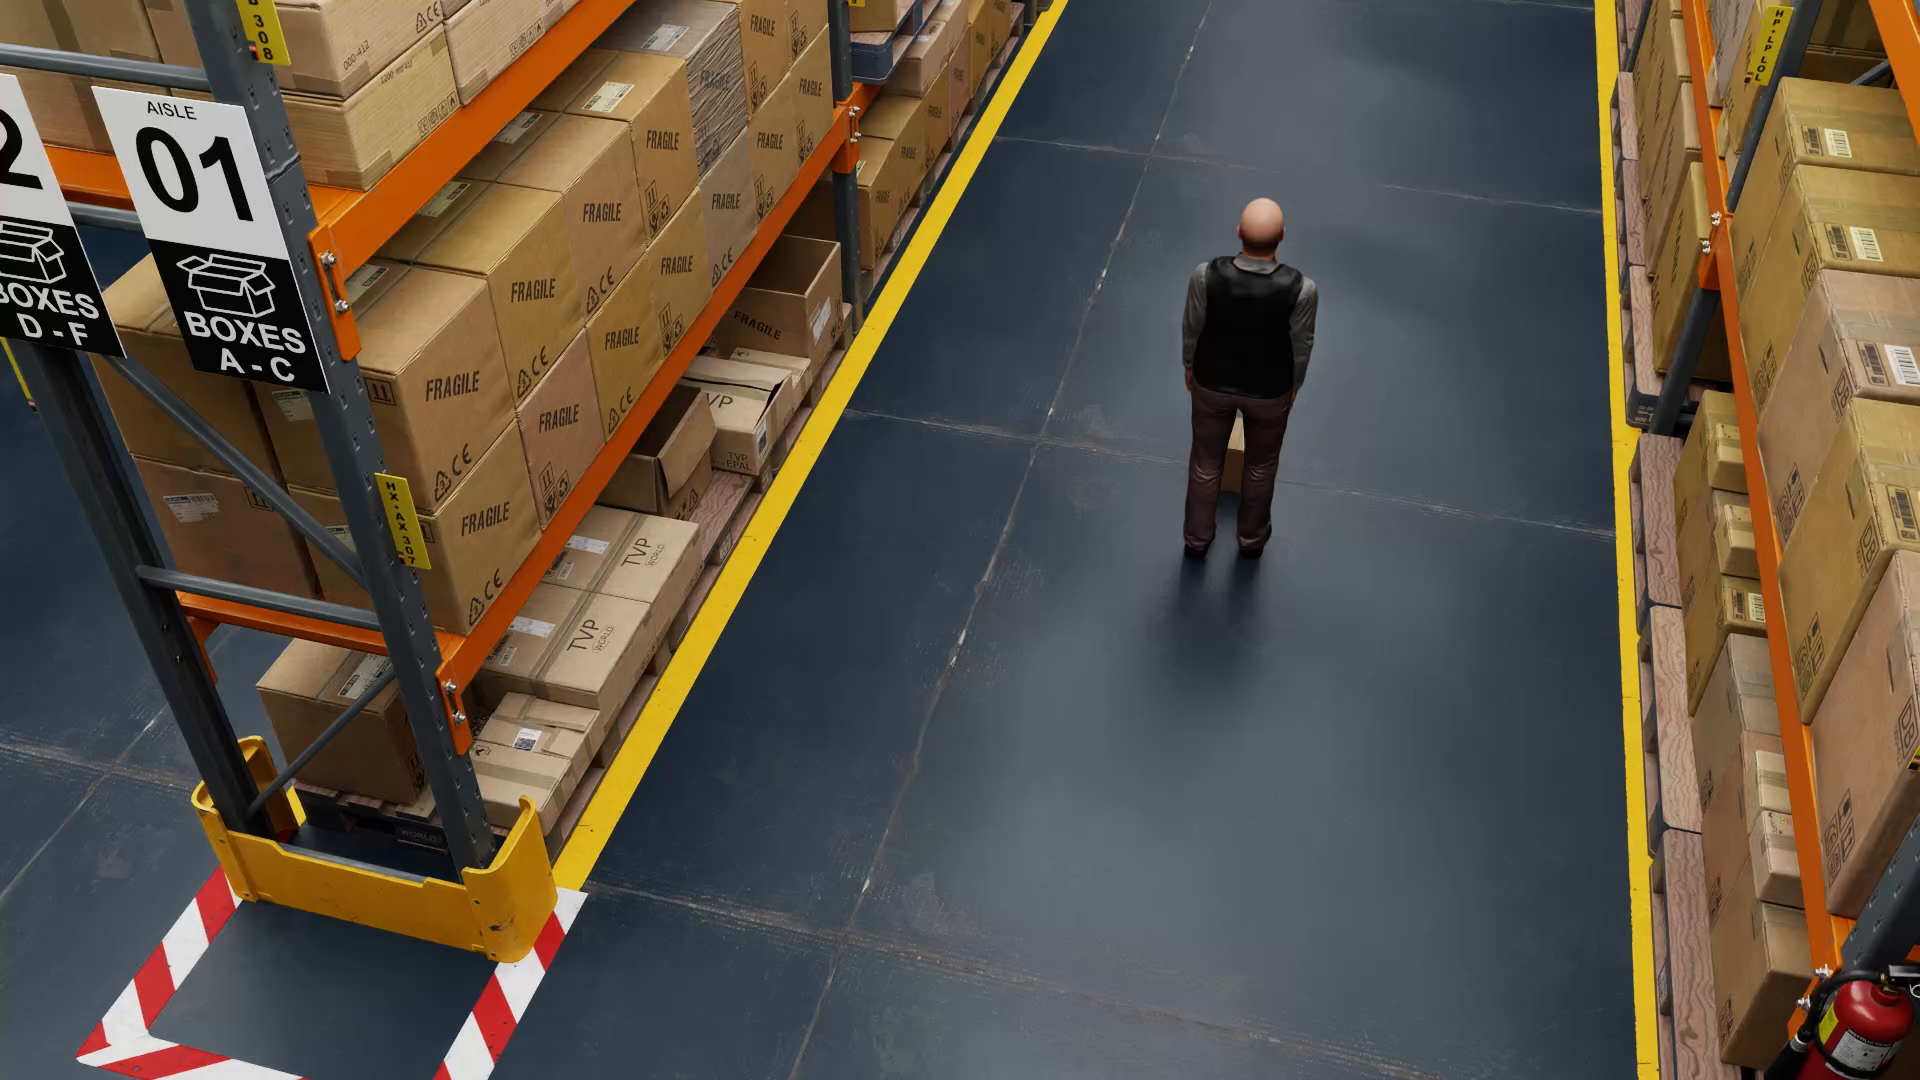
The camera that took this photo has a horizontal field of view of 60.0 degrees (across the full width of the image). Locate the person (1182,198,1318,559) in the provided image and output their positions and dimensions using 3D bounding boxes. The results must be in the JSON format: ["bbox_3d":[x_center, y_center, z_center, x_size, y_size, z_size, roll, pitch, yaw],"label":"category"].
[{"bbox_3d":[1.173,-0.652,6.944,0.536,1.736,0.387,10,42,12],"label":"person"}]
